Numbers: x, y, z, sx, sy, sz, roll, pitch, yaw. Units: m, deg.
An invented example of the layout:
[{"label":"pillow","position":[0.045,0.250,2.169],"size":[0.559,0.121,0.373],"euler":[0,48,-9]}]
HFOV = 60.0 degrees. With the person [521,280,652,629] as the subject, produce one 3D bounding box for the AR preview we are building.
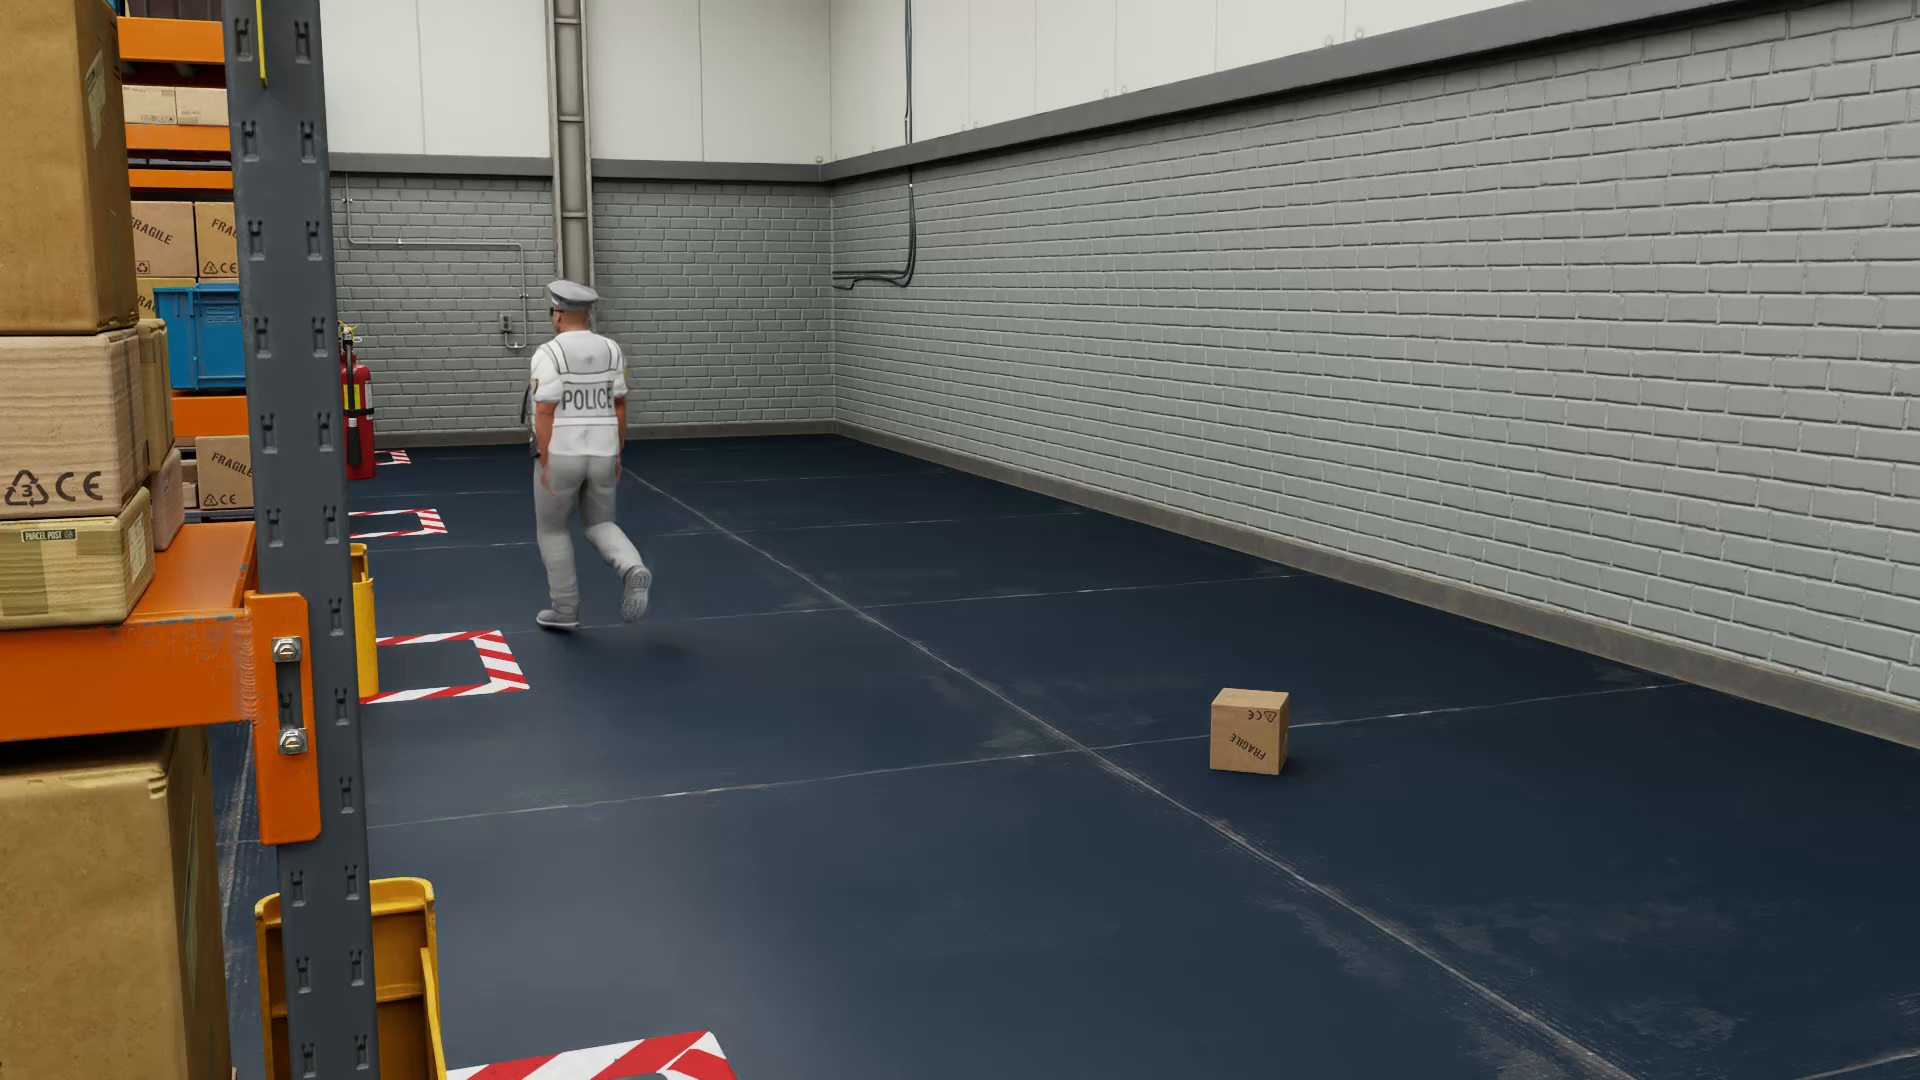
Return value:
[{"label":"person","position":[-1.883,-0.417,8.340],"size":[0.534,1.756,0.675],"euler":[-8,12,-43]}]
